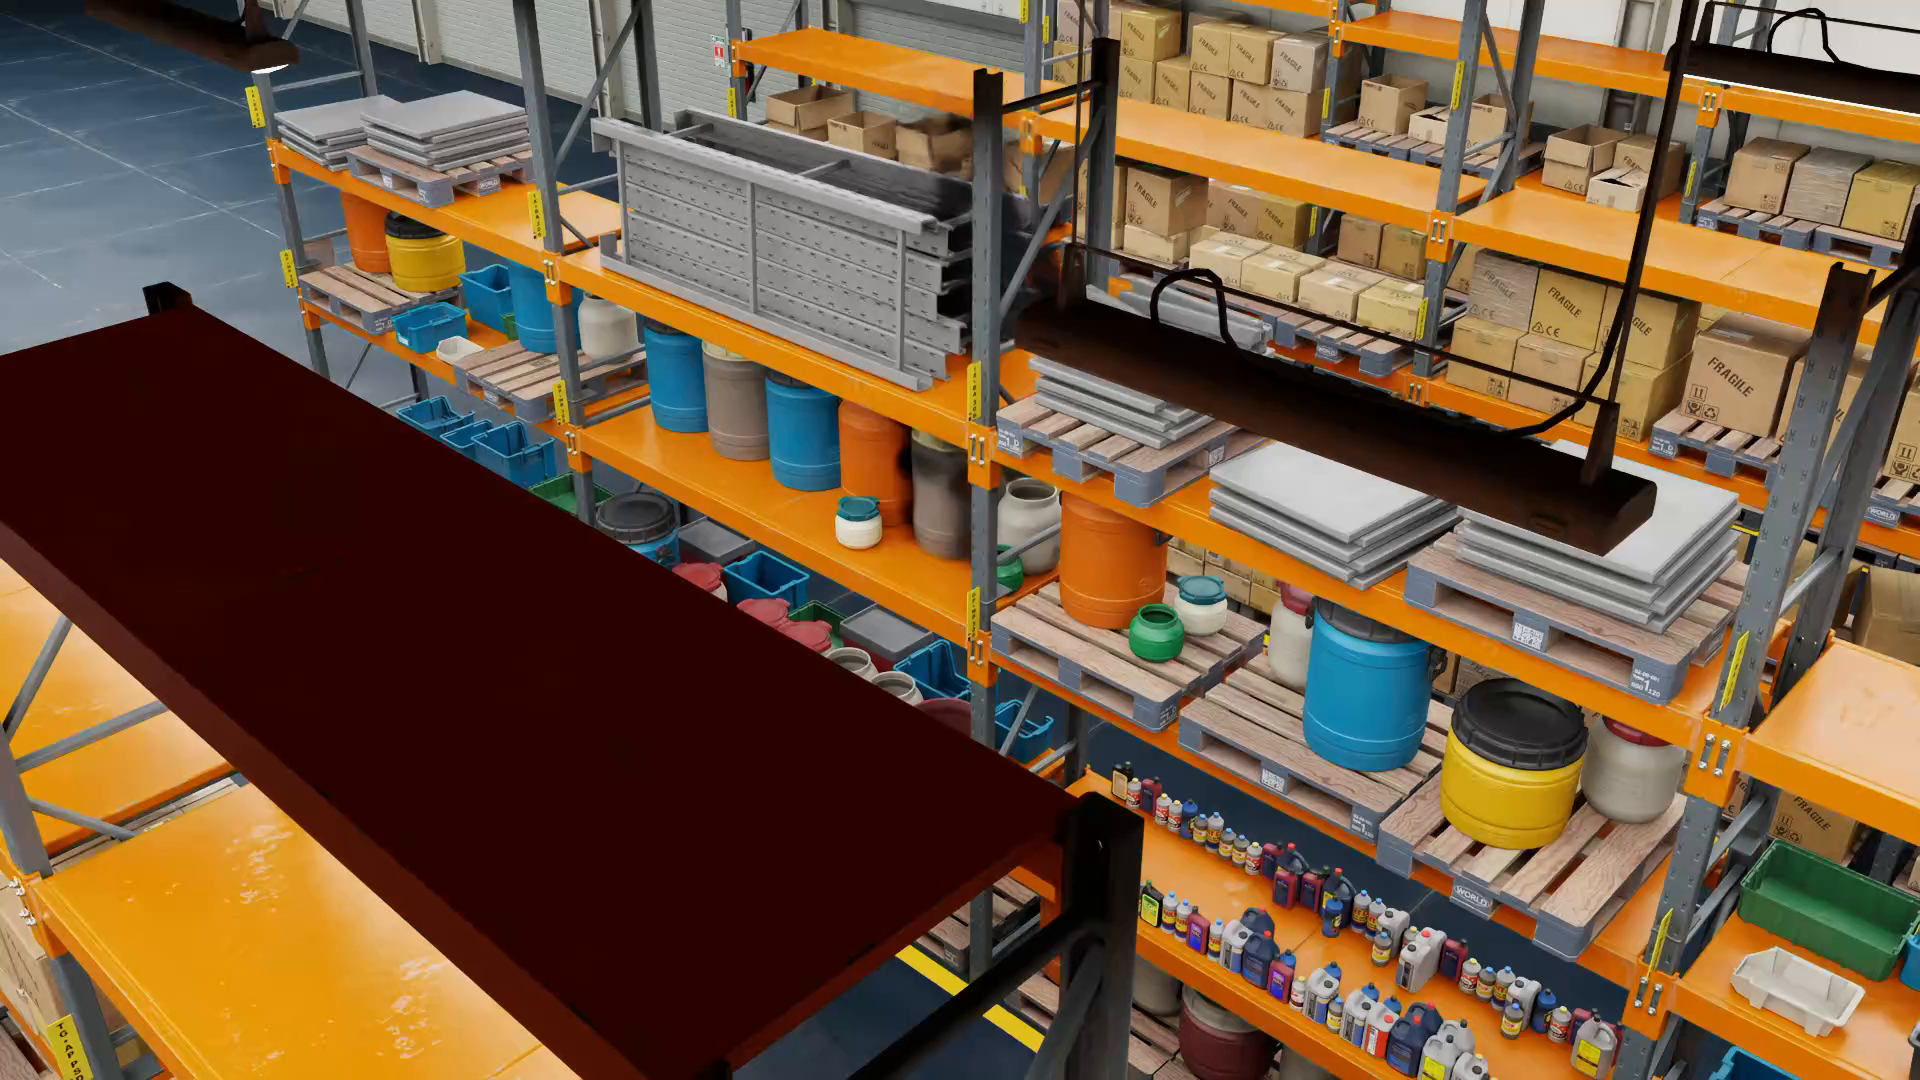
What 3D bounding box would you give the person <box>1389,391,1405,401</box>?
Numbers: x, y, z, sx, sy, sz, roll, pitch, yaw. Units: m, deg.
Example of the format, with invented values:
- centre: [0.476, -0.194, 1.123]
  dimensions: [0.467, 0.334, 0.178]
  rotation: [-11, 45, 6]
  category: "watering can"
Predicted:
- centre: [4.390, -1.076, 16.487]
  dimensions: [0.758, 1.628, 0.588]
  rotation: [16, 33, 27]
  category: "person"
